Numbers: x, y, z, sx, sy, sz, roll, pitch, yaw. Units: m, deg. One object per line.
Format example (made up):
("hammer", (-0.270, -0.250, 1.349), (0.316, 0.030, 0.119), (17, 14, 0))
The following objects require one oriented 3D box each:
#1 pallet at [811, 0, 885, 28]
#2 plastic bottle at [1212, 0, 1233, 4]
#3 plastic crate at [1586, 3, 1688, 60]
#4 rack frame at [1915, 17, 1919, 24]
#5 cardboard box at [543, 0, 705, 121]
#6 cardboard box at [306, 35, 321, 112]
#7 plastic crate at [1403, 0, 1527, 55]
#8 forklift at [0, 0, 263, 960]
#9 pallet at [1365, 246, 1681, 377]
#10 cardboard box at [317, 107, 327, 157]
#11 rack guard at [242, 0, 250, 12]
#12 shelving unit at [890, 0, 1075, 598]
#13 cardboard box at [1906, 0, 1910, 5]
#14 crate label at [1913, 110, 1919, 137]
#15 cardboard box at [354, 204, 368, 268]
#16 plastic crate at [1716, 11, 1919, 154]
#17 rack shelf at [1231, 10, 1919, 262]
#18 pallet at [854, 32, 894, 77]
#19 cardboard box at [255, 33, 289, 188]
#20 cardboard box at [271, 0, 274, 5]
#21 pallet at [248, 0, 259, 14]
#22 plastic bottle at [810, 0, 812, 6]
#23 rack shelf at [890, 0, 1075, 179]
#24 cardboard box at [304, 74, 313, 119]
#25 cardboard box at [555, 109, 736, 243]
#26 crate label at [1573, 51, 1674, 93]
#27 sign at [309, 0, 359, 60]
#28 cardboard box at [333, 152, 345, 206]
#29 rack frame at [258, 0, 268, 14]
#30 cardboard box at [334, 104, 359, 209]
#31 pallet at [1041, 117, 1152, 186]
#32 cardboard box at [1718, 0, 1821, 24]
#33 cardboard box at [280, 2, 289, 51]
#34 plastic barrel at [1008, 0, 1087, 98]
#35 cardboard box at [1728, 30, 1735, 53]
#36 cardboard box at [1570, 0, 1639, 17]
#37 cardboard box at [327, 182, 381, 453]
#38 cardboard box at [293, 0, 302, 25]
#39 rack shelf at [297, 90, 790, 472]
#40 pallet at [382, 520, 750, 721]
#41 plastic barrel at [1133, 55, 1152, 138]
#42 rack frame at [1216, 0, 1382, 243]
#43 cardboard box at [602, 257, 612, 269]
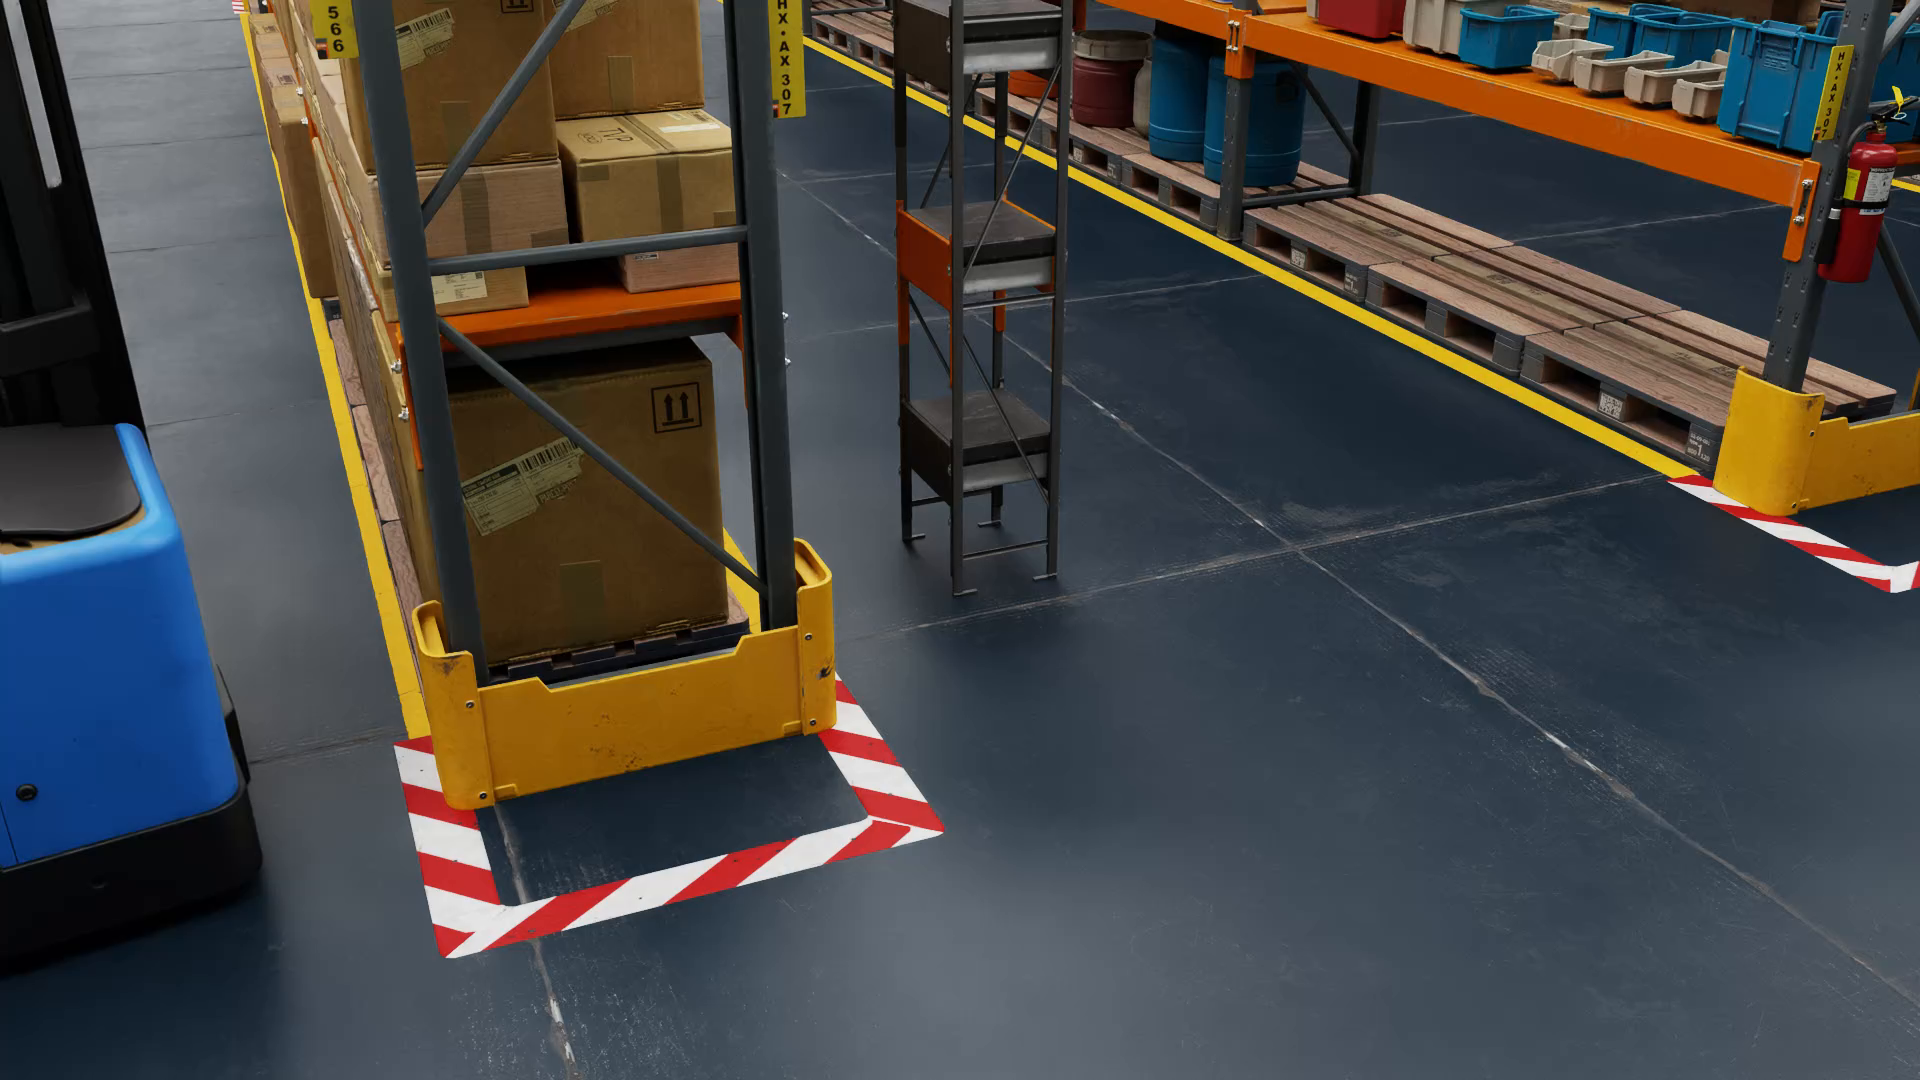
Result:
("pallet", (-1.338, -5.476, 17.225), (1.003, 0.211, 1.213), (-11, 28, -21))
("plastic bottle", (1.567, -3.269, 9.668), (0.152, 0.276, 0.135), (-11, 28, -21))
("plastic crate", (3.159, -2.367, 7.801), (0.416, 0.233, 0.300), (-11, 28, -21))
("rack frame", (6.578, -4.071, 11.168), (1.000, 3.000, 0.127), (-11, 28, -21))
("cardboard box", (-1.107, -1.600, 5.086), (0.500, 0.500, 0.500), (-11, 28, -22))
("cardboard box", (-2.197, -1.792, 6.333), (0.500, 0.250, 0.500), (-10, 28, -19))
("plastic crate", (2.448, -2.547, 8.114), (0.437, 0.282, 0.530), (-11, 28, -21))
("forklift", (-3.008, -0.831, 4.611), (1.130, 2.935, 3.031), (-15, 30, -27))
("pallet", (2.824, -1.184, 8.435), (1.003, 0.211, 1.213), (-11, 28, -21))
("cardboard box", (-2.220, -1.557, 6.307), (0.380, 0.149, 0.250), (-10, 28, -20))
("rack guard", (-7.208, -6.060, 18.093), (1.175, 0.500, 0.348), (-11, 28, -21))
("shelving unit", (0.065, -0.877, 5.652), (0.431, 2.100, 0.503), (-11, 28, -21))
("cardboard box", (9.736, -5.441, 15.947), (0.750, 0.750, 0.750), (-11, 28, -21))
("crate label", (3.792, -1.714, 6.464), (0.416, 0.233, 0.303), (-11, 28, -21))
("cardboard box", (-1.615, -0.936, 5.035), (0.380, 0.149, 0.250), (-11, 28, -20))
("plastic crate", (3.283, -1.752, 6.311), (0.616, 0.435, 0.499), (-11, 28, -21))
("rack shelf", (2.802, -2.090, 7.932), (1.077, 0.370, 4.000), (-11, 28, -21))
("pallet", (-0.289, -4.394, 15.009), (1.003, 0.211, 1.213), (-11, 28, -21))
("cardboard box", (-3.512, -2.575, 10.049), (1.225, 0.875, 0.875), (-10, 28, -20))
("cardboard box", (-3.757, -3.373, 9.625), (0.500, 0.500, 0.500), (-11, 28, -22))
("pallet", (-6.922, -5.597, 17.472), (1.003, 0.211, 1.213), (-11, 28, -21))
("plastic bottle", (-1.543, -5.484, 16.751), (0.097, 0.201, 0.097), (0, 26, 0))
("rack shelf", (0.065, -1.493, 5.351), (0.431, 0.518, 0.480), (-11, 28, -21))
("cardboard box", (-2.522, -1.868, 6.944), (0.380, 0.149, 0.250), (-10, 28, -19))
("cardboard box", (-0.911, -1.062, 4.837), (0.500, 0.250, 0.500), (-11, 28, -22))
("crate label", (2.868, -2.040, 7.243), (0.396, 0.136, 0.243), (-11, 28, -21))
("sign", (-1.476, -1.294, 3.892), (0.100, 0.325, 0.005), (-11, 28, -21))
("cardboard box", (-1.918, -1.246, 5.670), (0.380, 0.149, 0.250), (-10, 28, -20))
("rack frame", (-5.671, -5.600, 14.300), (1.000, 3.000, 0.127), (-11, 28, -21))
("cardboard box", (-1.604, -1.176, 5.072), (0.500, 0.250, 0.500), (-11, 28, -21))
("pallet", (1.274, -2.780, 11.703), (1.003, 0.211, 1.213), (-11, 28, -21))
("cardboard box", (6.222, -4.123, 12.768), (0.500, 0.250, 0.500), (-11, 28, -20))
("cardboard box", (-3.160, -2.758, 8.365), (0.500, 0.500, 0.500), (-10, 28, -19))
("plastic barrel", (0.660, -3.855, 12.721), (0.600, 0.830, 0.708), (-11, 28, -21))
("cardboard box", (5.936, -3.496, 12.339), (0.500, 0.500, 0.500), (-10, 28, -20))
("cardboard box", (5.329, -4.113, 13.603), (0.500, 0.500, 0.500), (-11, 28, -21))
("cardboard box", (-2.001, -0.960, 6.741), (0.875, 0.875, 0.875), (-11, 28, -21))
("cardboard box", (-2.400, -2.336, 6.592), (0.500, 0.500, 0.500), (-11, 28, -21))
("rack shelf", (-1.755, -1.239, 6.189), (1.077, 0.370, 4.000), (-11, 28, -21))
("pallet", (-1.357, 0.189, 5.623), (1.003, 0.211, 1.213), (-11, 28, -21))
("plastic barrel", (1.406, -3.043, 11.422), (0.421, 0.512, 0.421), (0, 26, 0))
("rack frame", (2.019, -3.221, 9.428), (1.000, 3.000, 0.127), (-11, 28, -21))
("cardboard box", (-0.909, -0.946, 5.054), (0.380, 0.149, 0.250), (-11, 28, -21))
